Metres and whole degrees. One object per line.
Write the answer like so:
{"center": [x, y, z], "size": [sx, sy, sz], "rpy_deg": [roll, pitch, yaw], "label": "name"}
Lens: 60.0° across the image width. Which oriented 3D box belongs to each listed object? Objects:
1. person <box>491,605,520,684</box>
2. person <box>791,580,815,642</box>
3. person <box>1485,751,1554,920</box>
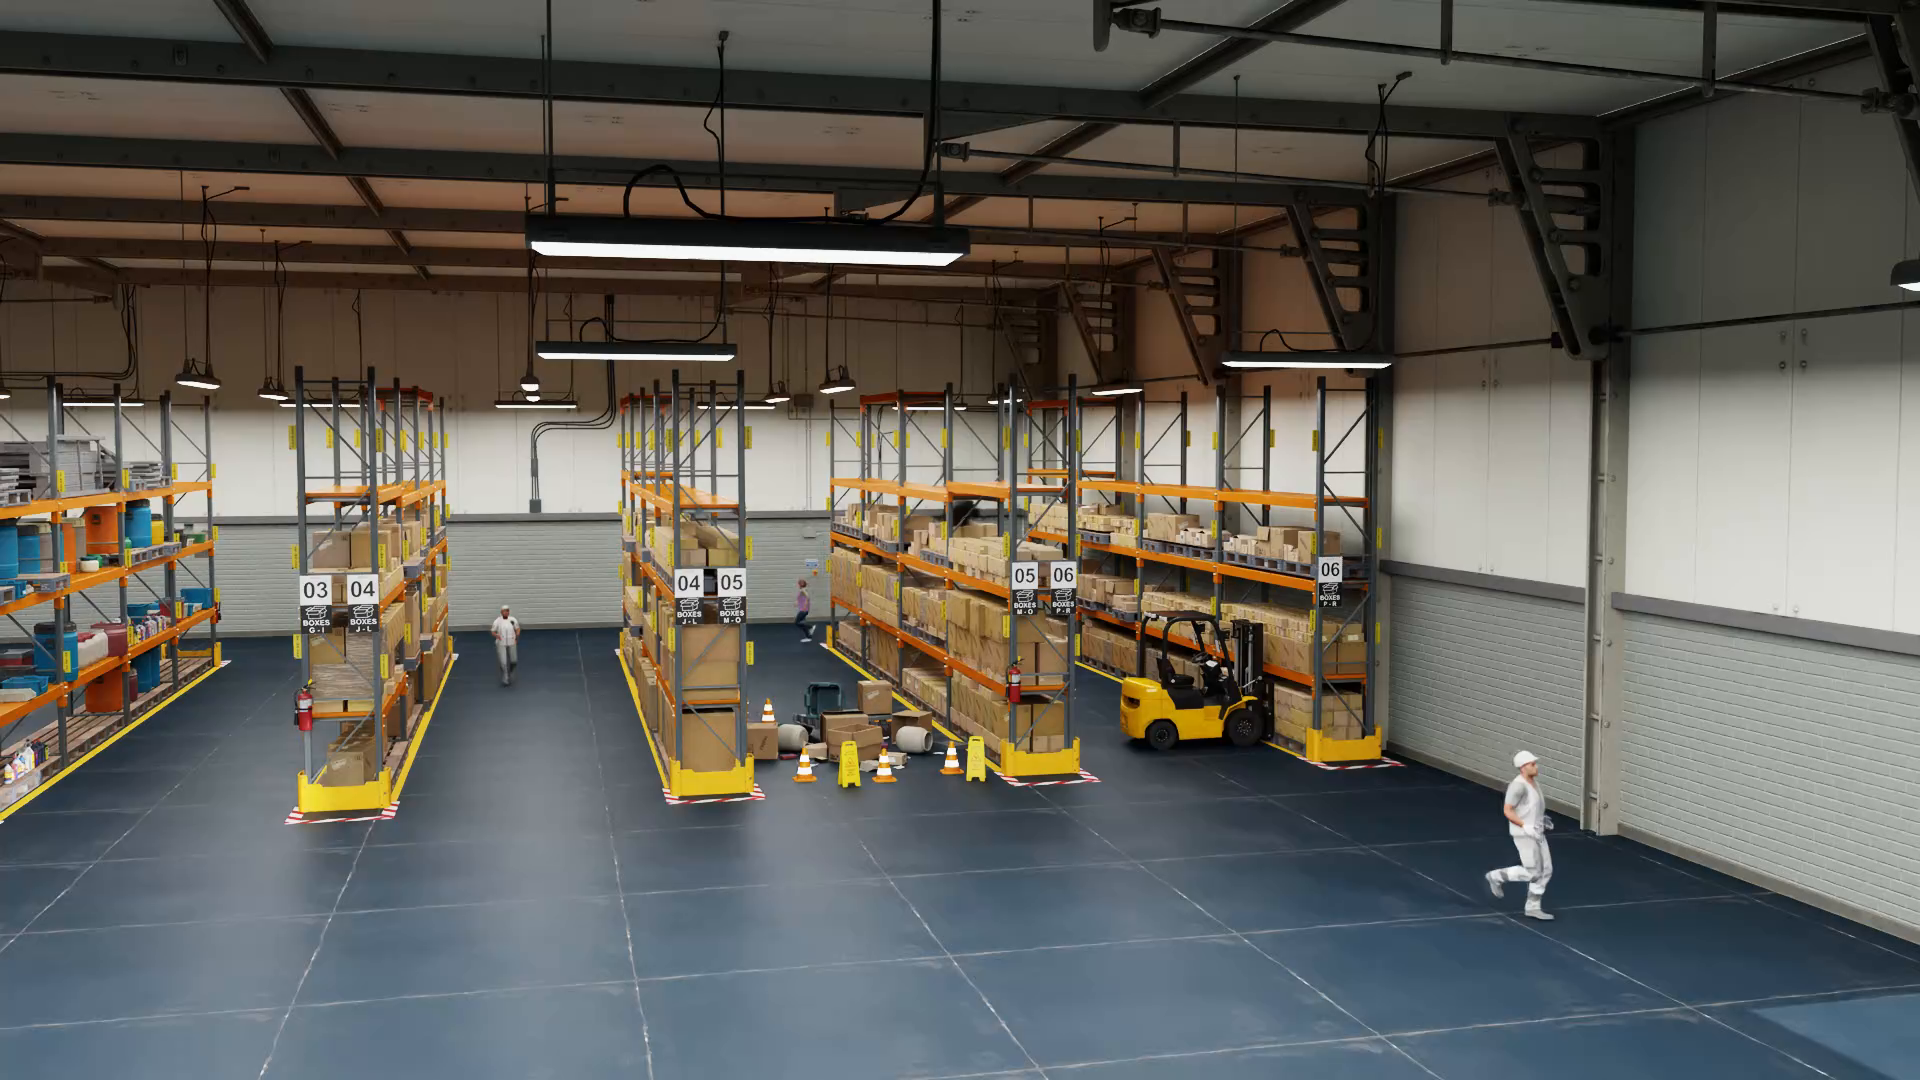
{"center": [-9.301, 2.153, 34.116], "size": [0.598, 1.621, 0.521], "rpy_deg": [-1, 4, -22], "label": "person"}
{"center": [-3.910, 1.763, 41.404], "size": [0.606, 1.559, 0.579], "rpy_deg": [0, 3, -6], "label": "person"}
{"center": [5.929, 3.088, 17.514], "size": [0.704, 1.749, 0.656], "rpy_deg": [3, 4, 40], "label": "person"}
